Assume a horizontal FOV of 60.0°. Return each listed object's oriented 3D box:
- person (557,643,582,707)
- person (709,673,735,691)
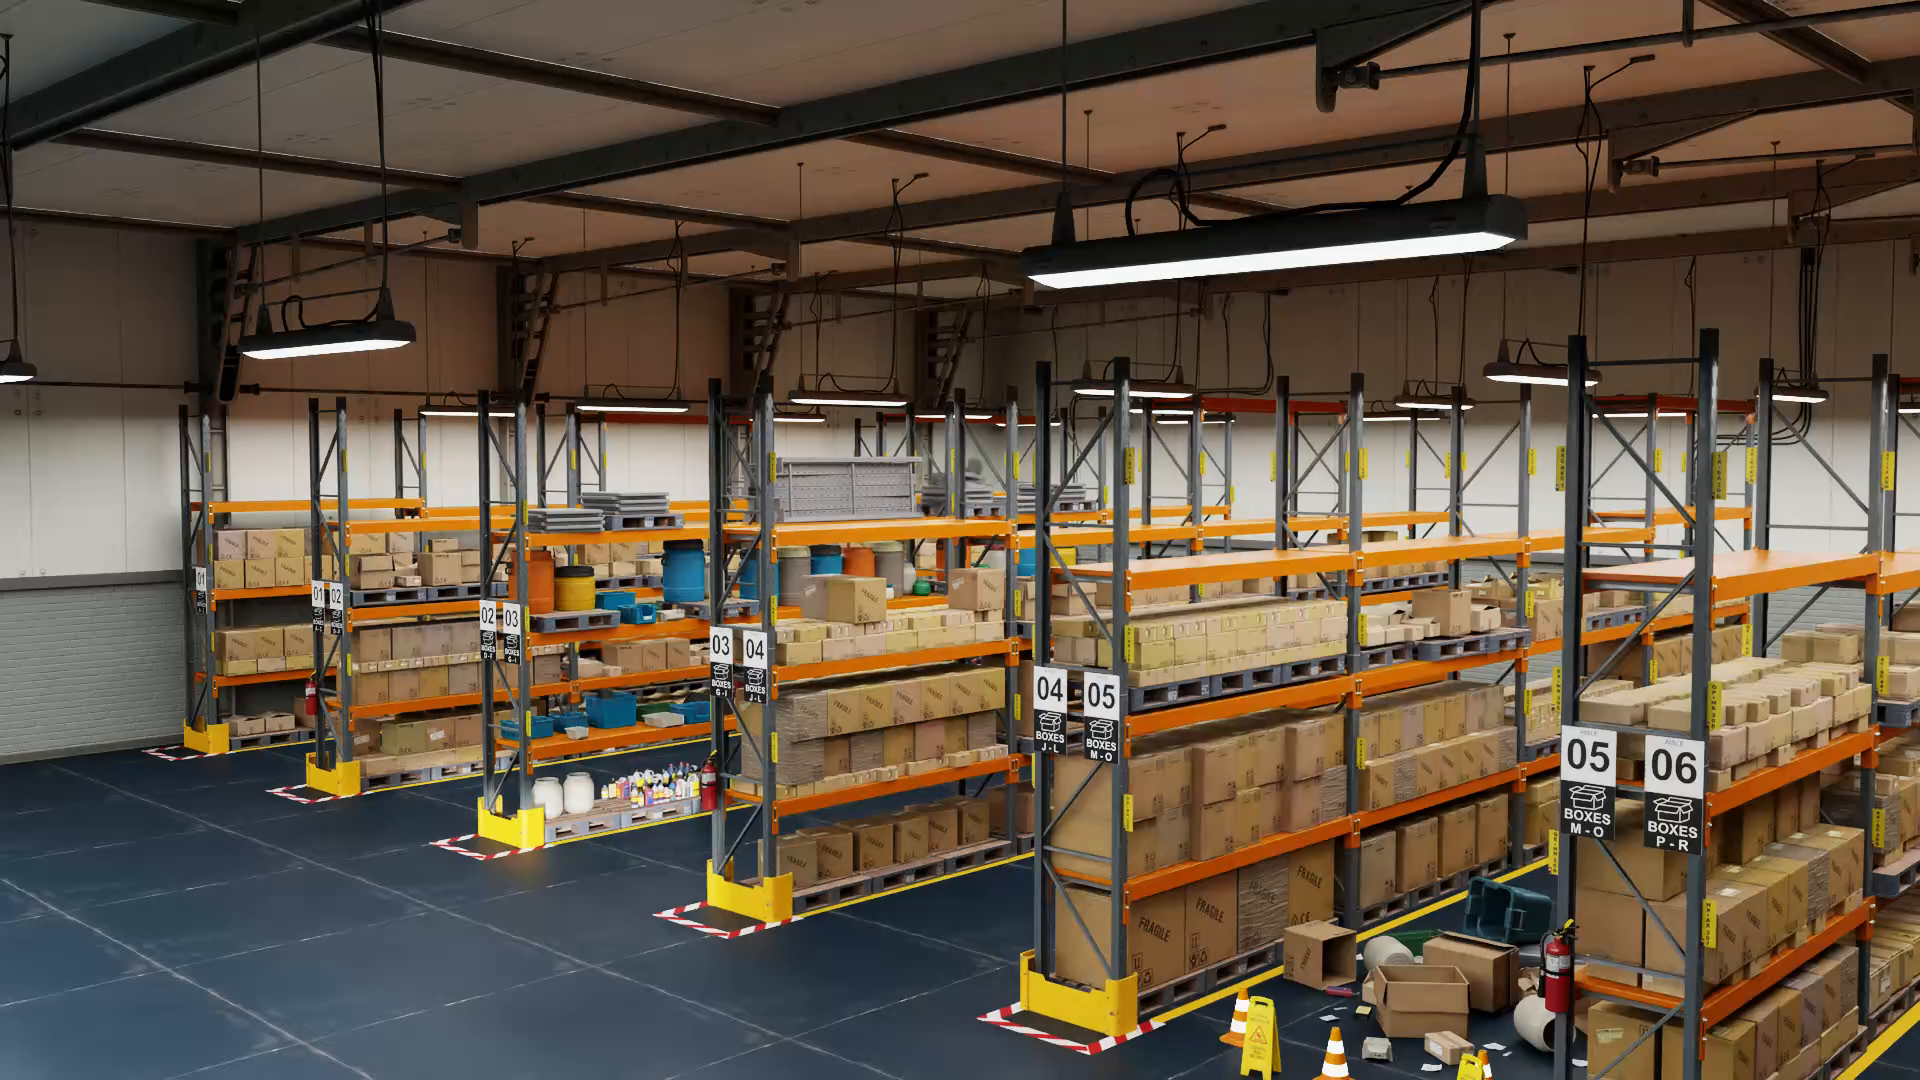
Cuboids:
[{"bbox_3d":[-7.054,2.713,30.219,0.723,1.747,0.765,2,4,40],"label":"person"},{"bbox_3d":[-4.652,2.569,32.832,0.643,1.780,0.845,2,4,36],"label":"person"}]
